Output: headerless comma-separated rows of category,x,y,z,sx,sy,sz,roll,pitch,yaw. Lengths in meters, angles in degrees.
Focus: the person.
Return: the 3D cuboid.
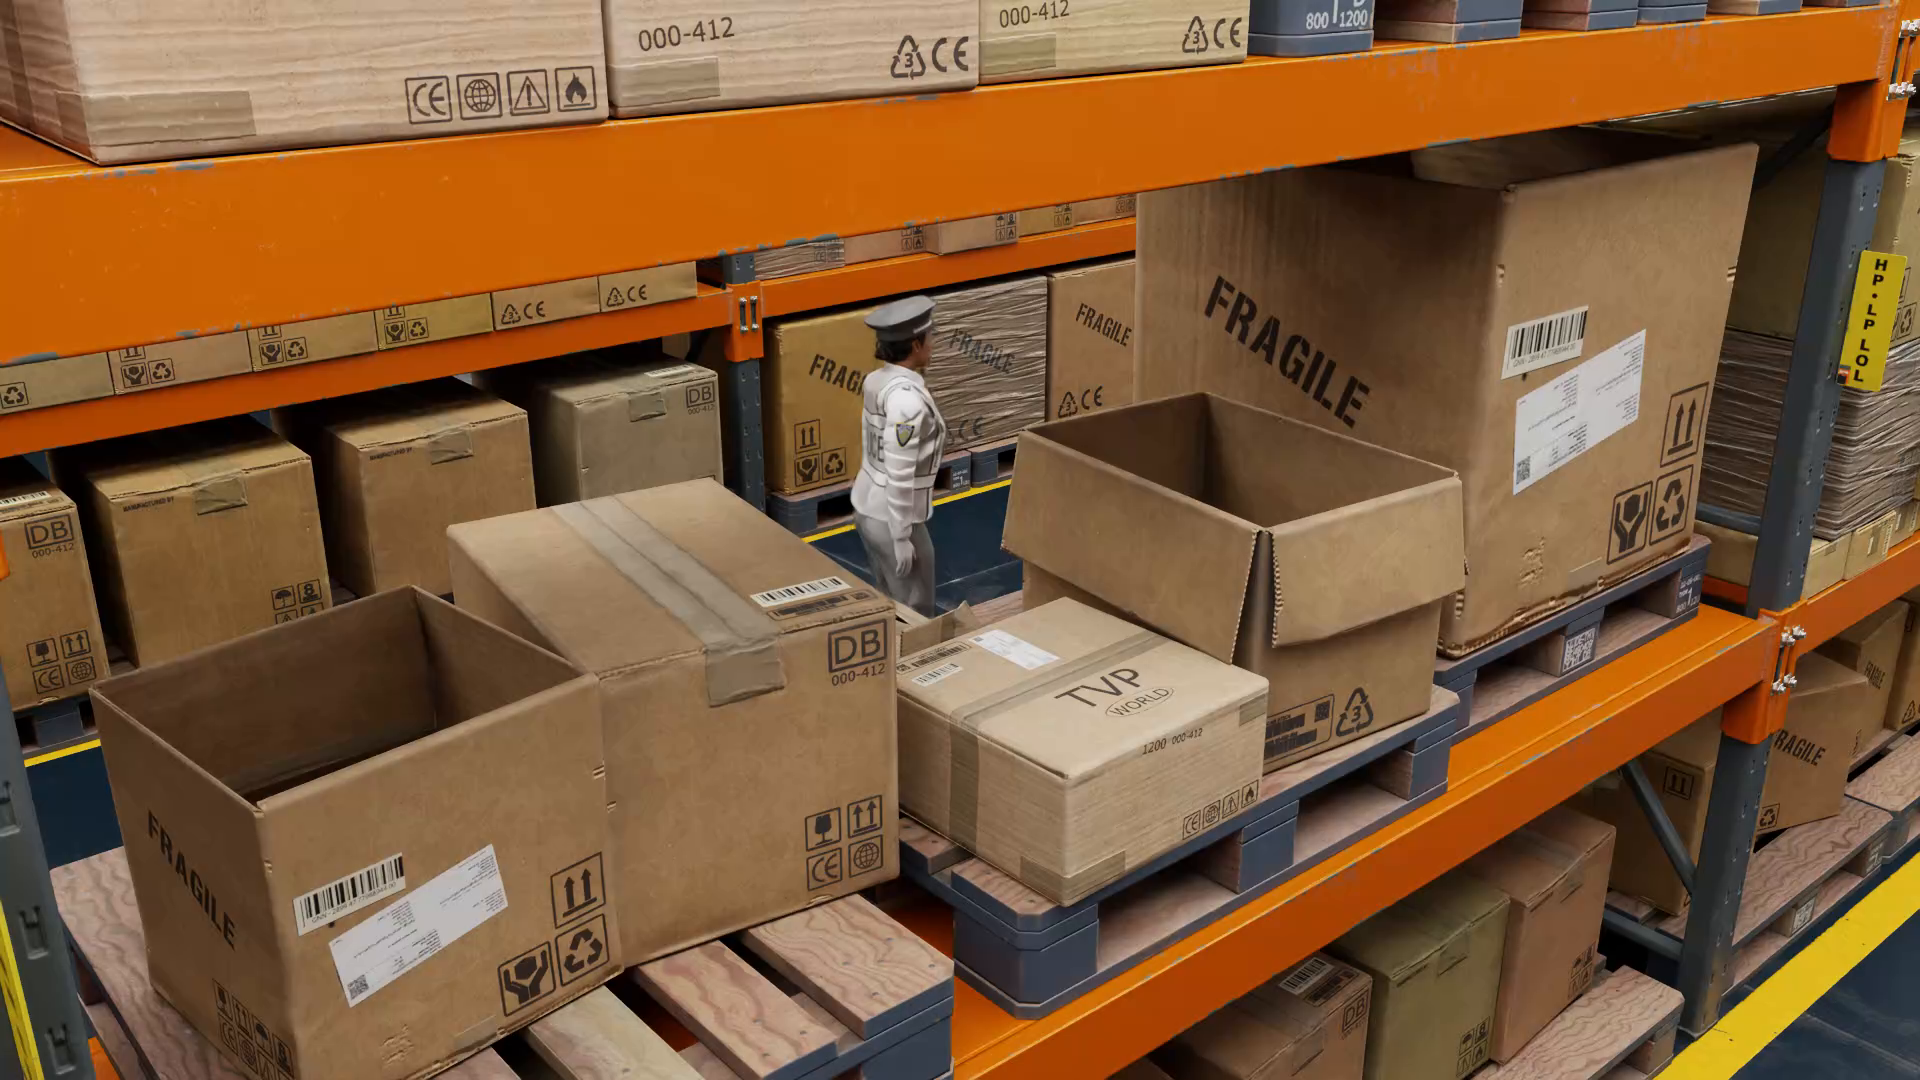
person,-0.316,-0.060,6.216,0.530,1.669,0.533,-6,22,-15
